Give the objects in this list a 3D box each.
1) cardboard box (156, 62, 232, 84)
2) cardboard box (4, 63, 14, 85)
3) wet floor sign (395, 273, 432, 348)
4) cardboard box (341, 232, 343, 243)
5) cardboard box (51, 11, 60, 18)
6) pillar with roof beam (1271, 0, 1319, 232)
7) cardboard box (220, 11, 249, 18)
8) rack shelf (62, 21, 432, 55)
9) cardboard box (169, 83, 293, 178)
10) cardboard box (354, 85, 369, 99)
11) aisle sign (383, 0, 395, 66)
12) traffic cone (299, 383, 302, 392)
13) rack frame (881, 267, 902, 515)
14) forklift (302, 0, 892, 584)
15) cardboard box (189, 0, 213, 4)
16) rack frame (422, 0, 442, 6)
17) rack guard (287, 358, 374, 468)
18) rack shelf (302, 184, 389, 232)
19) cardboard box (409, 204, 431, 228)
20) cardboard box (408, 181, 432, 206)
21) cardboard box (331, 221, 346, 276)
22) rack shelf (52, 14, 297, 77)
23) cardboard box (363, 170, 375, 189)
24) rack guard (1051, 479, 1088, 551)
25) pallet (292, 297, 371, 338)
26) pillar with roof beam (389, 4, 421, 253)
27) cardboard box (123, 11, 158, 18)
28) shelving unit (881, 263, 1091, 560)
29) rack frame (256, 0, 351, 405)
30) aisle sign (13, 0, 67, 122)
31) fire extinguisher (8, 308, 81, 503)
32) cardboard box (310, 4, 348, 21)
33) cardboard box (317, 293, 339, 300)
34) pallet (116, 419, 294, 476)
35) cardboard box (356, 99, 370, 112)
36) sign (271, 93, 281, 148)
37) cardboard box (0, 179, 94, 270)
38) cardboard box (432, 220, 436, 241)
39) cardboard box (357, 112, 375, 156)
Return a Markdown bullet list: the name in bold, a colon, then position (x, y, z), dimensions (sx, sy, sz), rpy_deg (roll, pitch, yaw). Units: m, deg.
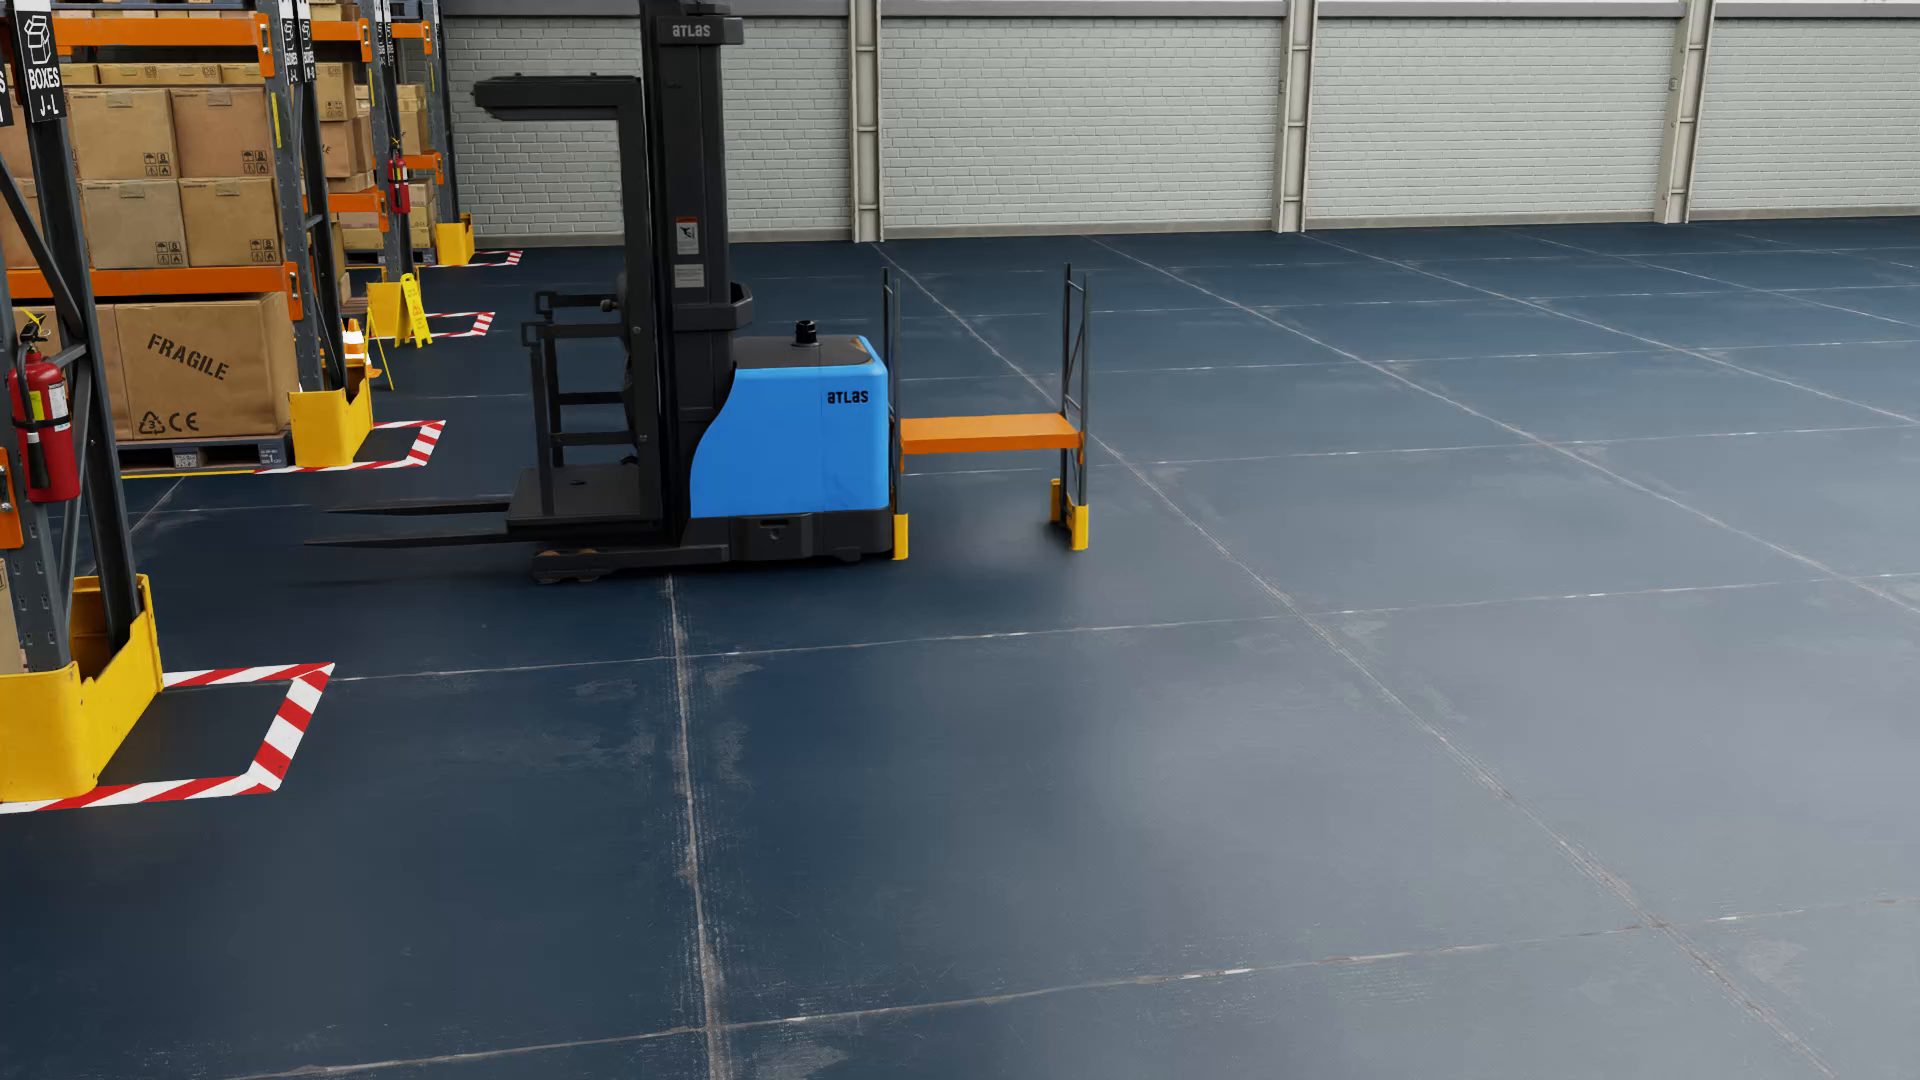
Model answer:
- **cardboard box**: position (-6.777, -3.989, 14.810), dimensions (0.500, 0.500, 0.700), rpy_deg (-3, 17, -11)
- **cardboard box**: position (-8.286, -3.926, 14.605), dimensions (0.500, 0.500, 0.700), rpy_deg (-3, 17, -10)
- **wet floor sign**: position (-4.948, -2.073, 14.963), dimensions (0.232, 0.644, 0.267), rpy_deg (3, 17, 9)
- **cardboard box**: position (-7.667, -3.646, 20.042), dimensions (0.500, 0.250, 0.500), rpy_deg (-3, 17, -10)
- **cardboard box**: position (-7.904, -4.592, 14.474), dimensions (0.250, 0.149, 0.380), rpy_deg (-4, 17, -12)
- **pillar with roof beam**: position (5.461, -7.443, 18.219), dimensions (0.400, 9.000, 9.100), rpy_deg (-3, 17, -10)
- **cardboard box**: position (-6.401, -4.687, 14.781), dimensions (0.250, 0.149, 0.380), rpy_deg (-3, 17, -10)
- **rack shelf**: position (-8.246, -5.906, 19.547), dimensions (4.000, 0.370, 1.077), rpy_deg (-3, 17, -10)
- **cardboard box**: position (-4.671, -2.654, 10.748), dimensions (0.550, 0.550, 0.875), rpy_deg (-3, 17, -10)
- **cardboard box**: position (-7.082, -5.302, 19.682), dimensions (0.250, 0.149, 0.380), rpy_deg (-3, 17, -9)
- **aisle sign**: position (-5.335, -4.832, 15.507), dimensions (0.004, 0.787, 0.394), rpy_deg (-3, 17, -10)
- **traffic cone**: position (-5.090, -1.242, 12.568), dimensions (0.334, 0.463, 0.336), rpy_deg (-3, 17, -10)
- **rack frame**: position (-0.370, -0.695, 9.022), dimensions (0.032, 1.500, 0.500), rpy_deg (-3, 17, -9)
- **forklift**: position (-1.930, -1.343, 8.692), dimensions (3.031, 2.935, 1.130), rpy_deg (-3, 17, -10)
- **cardboard box**: position (-6.791, -4.837, 14.590), dimensions (0.500, 0.250, 0.500), rpy_deg (-3, 17, -9)
- **rack frame**: position (-6.283, -7.795, 19.364), dimensions (0.127, 3.000, 1.000), rpy_deg (-3, 17, -10)
- **rack guard**: position (-4.276, -0.882, 11.331), dimensions (0.348, 0.500, 1.175), rpy_deg (-3, 17, -10)
- **rack shelf**: position (-7.301, -3.041, 15.330), dimensions (4.000, 0.370, 1.077), rpy_deg (-3, 17, -10)
- **cardboard box**: position (-6.701, -3.935, 20.132), dimensions (0.500, 0.250, 0.500), rpy_deg (-3, 17, -11)
- **cardboard box**: position (-6.676, -4.176, 20.064), dimensions (0.500, 0.250, 0.500), rpy_deg (-3, 17, -9)
- **cardboard box**: position (-6.205, -2.775, 15.927), dimensions (0.500, 0.500, 0.500), rpy_deg (-4, 17, -12)
- **rack shelf**: position (-6.263, -3.054, 10.262), dimensions (4.000, 0.370, 1.077), rpy_deg (-3, 17, -10)
- **cardboard box**: position (-5.710, -3.417, 15.756), dimensions (0.250, 0.149, 0.380), rpy_deg (-3, 17, -10)
- **rack guard**: position (0.613, -0.148, 9.367), dimensions (0.087, 0.250, 0.587), rpy_deg (-3, 17, -9)
- **pallet**: position (-6.216, -2.124, 15.868), dimensions (1.213, 0.211, 1.003), rpy_deg (-3, 17, -10)
- **pillar with roof beam**: position (-6.321, -6.775, 16.043), dimensions (0.400, 9.000, 9.100), rpy_deg (-3, 17, -10)
- **cardboard box**: position (-7.134, -4.611, 14.536), dimensions (0.250, 0.149, 0.380), rpy_deg (-3, 17, -11)
- **shelving unit**: position (0.122, -0.720, 9.102), dimensions (1.083, 1.500, 0.587), rpy_deg (-3, 17, -9)
- **rack frame**: position (-4.299, -2.075, 10.959), dimensions (0.127, 3.000, 1.000), rpy_deg (-3, 17, -10)
- **aisle sign**: position (-3.453, -1.972, 6.197), dimensions (0.004, 0.787, 0.394), rpy_deg (-3, 17, -10)
- **fire extinguisher**: position (-3.258, -0.476, 5.885), dimensions (0.183, 0.674, 0.296), rpy_deg (-3, 17, -10)
- **cardboard box**: position (-5.635, -4.710, 14.856), dimensions (0.250, 0.149, 0.380), rpy_deg (-3, 17, -10)
- **cardboard box**: position (-6.104, -2.259, 15.525), dimensions (0.500, 0.250, 0.500), rpy_deg (-3, 17, -11)
- **pallet**: position (-5.069, -0.675, 11.150), dimensions (1.213, 0.211, 1.003), rpy_deg (-3, 17, -10)
- **cardboard box**: position (-7.082, -5.165, 19.745), dimensions (0.250, 0.149, 0.380), rpy_deg (-3, 17, -9)
- **sign**: position (-4.210, -2.585, 10.243), dimensions (0.005, 0.325, 0.100), rpy_deg (-3, 17, -10)
- **cardboard box**: position (-5.764, -2.081, 10.723), dimensions (0.550, 0.550, 0.875), rpy_deg (-3, 17, -10)
- **cardboard box**: position (-6.802, -3.843, 20.681), dimensions (0.500, 0.250, 0.500), rpy_deg (-3, 17, -10)
- **cardboard box**: position (-7.227, -4.846, 19.809), dimensions (0.500, 0.500, 0.500), rpy_deg (-3, 17, -9)
